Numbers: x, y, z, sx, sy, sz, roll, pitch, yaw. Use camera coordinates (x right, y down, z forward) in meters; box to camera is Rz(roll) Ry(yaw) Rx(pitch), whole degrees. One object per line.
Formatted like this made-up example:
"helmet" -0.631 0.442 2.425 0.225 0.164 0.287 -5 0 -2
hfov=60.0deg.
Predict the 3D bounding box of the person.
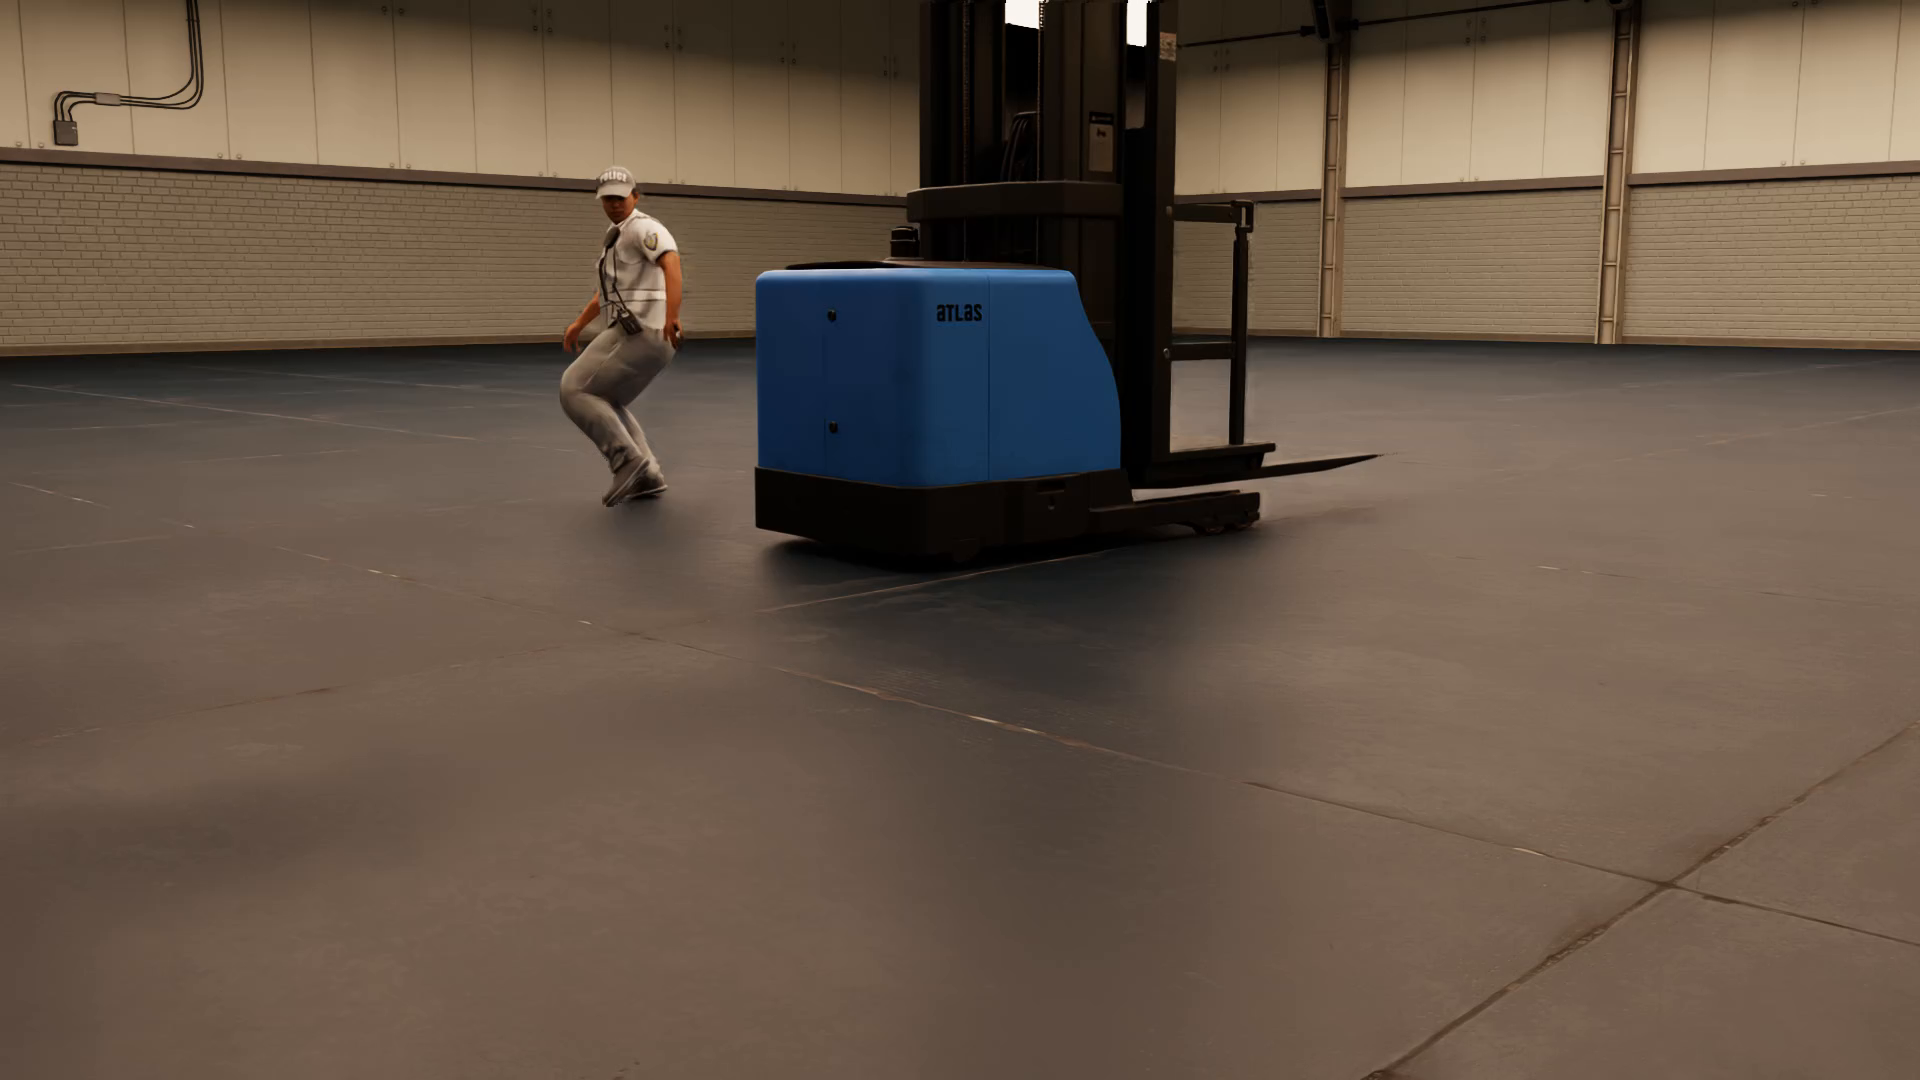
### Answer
"person" -1.591 -0.962 7.866 0.618 1.583 0.706 -1 9 -5

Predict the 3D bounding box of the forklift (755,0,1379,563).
"forklift" 0.633 -1.524 6.993 3.031 2.935 1.130 -7 11 -40
